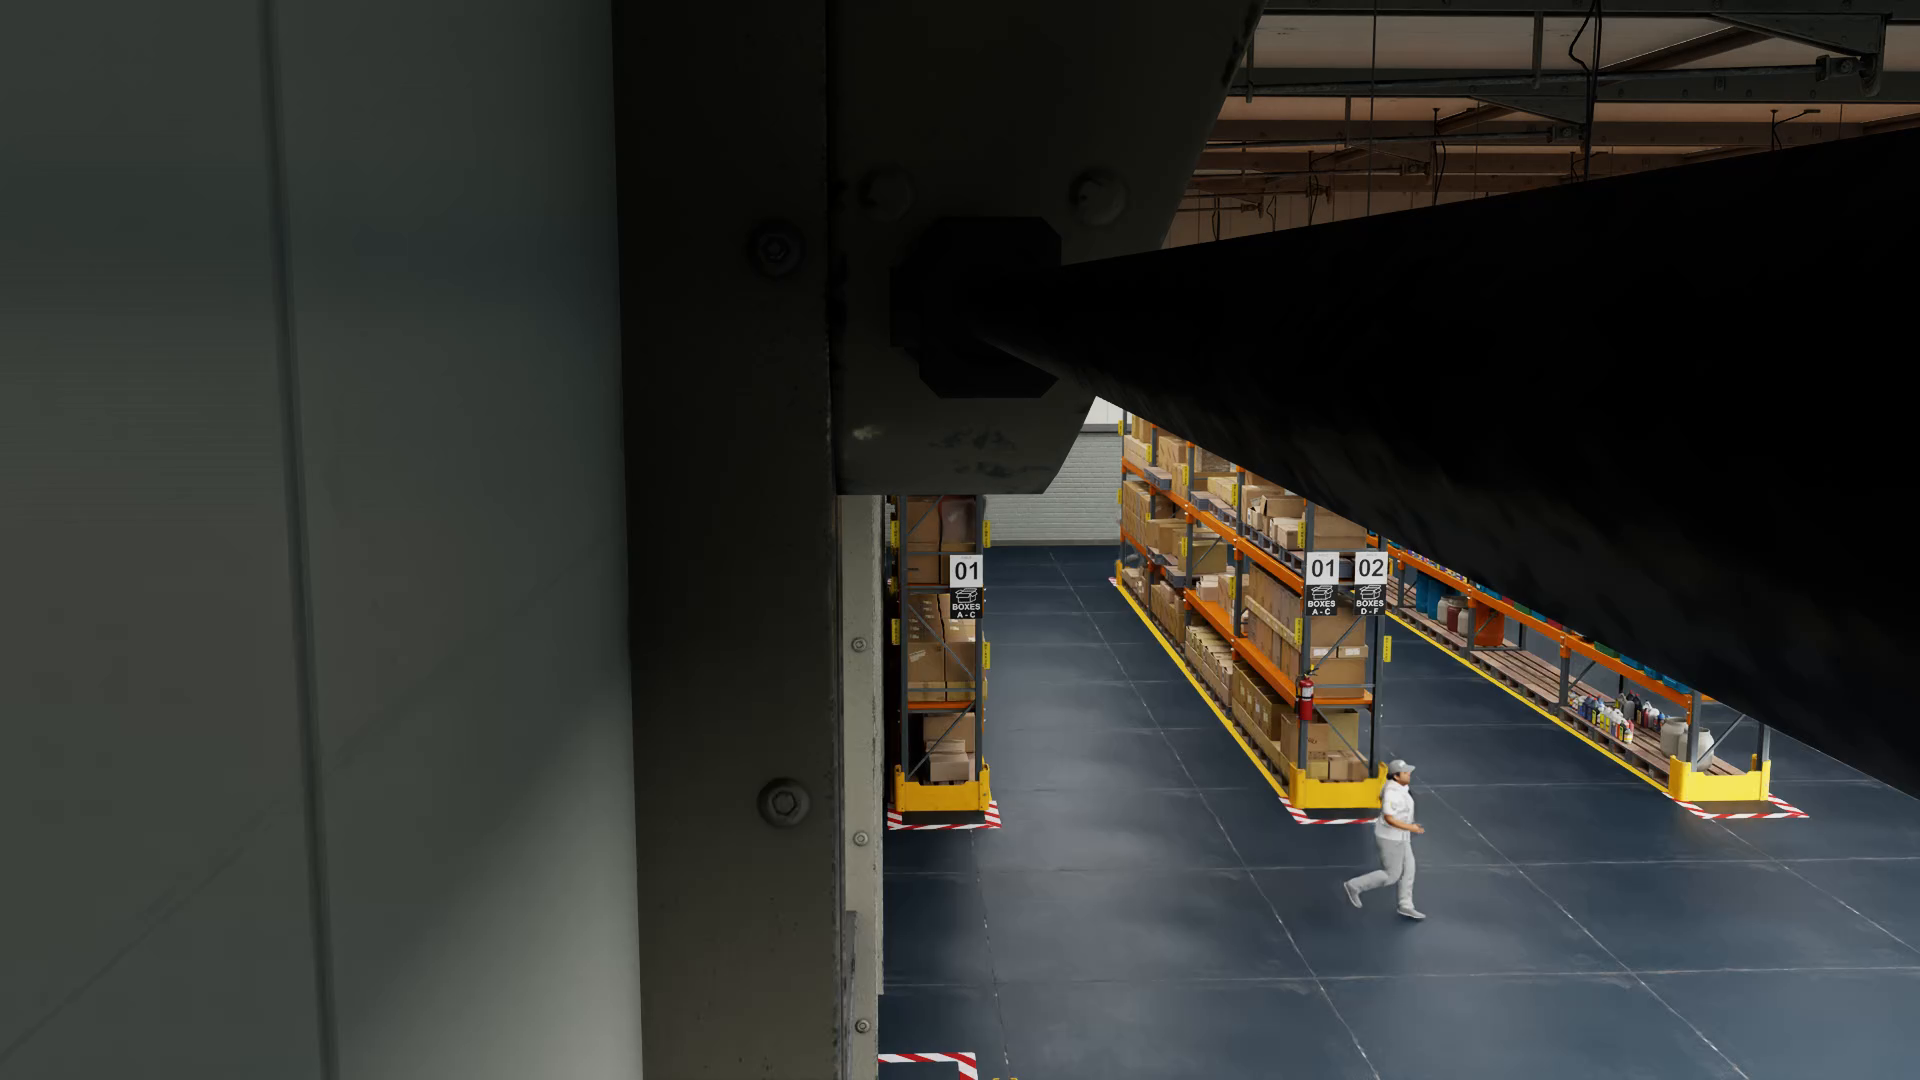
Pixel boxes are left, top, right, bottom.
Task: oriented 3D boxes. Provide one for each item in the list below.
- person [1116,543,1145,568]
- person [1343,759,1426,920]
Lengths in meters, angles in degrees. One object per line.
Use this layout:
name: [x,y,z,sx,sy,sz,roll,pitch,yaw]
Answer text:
person: [3.920,-0.035,37.351,0.845,1.748,0.729,-1,8,-6]
person: [4.369,3.044,16.991,0.828,1.669,0.615,3,9,17]
